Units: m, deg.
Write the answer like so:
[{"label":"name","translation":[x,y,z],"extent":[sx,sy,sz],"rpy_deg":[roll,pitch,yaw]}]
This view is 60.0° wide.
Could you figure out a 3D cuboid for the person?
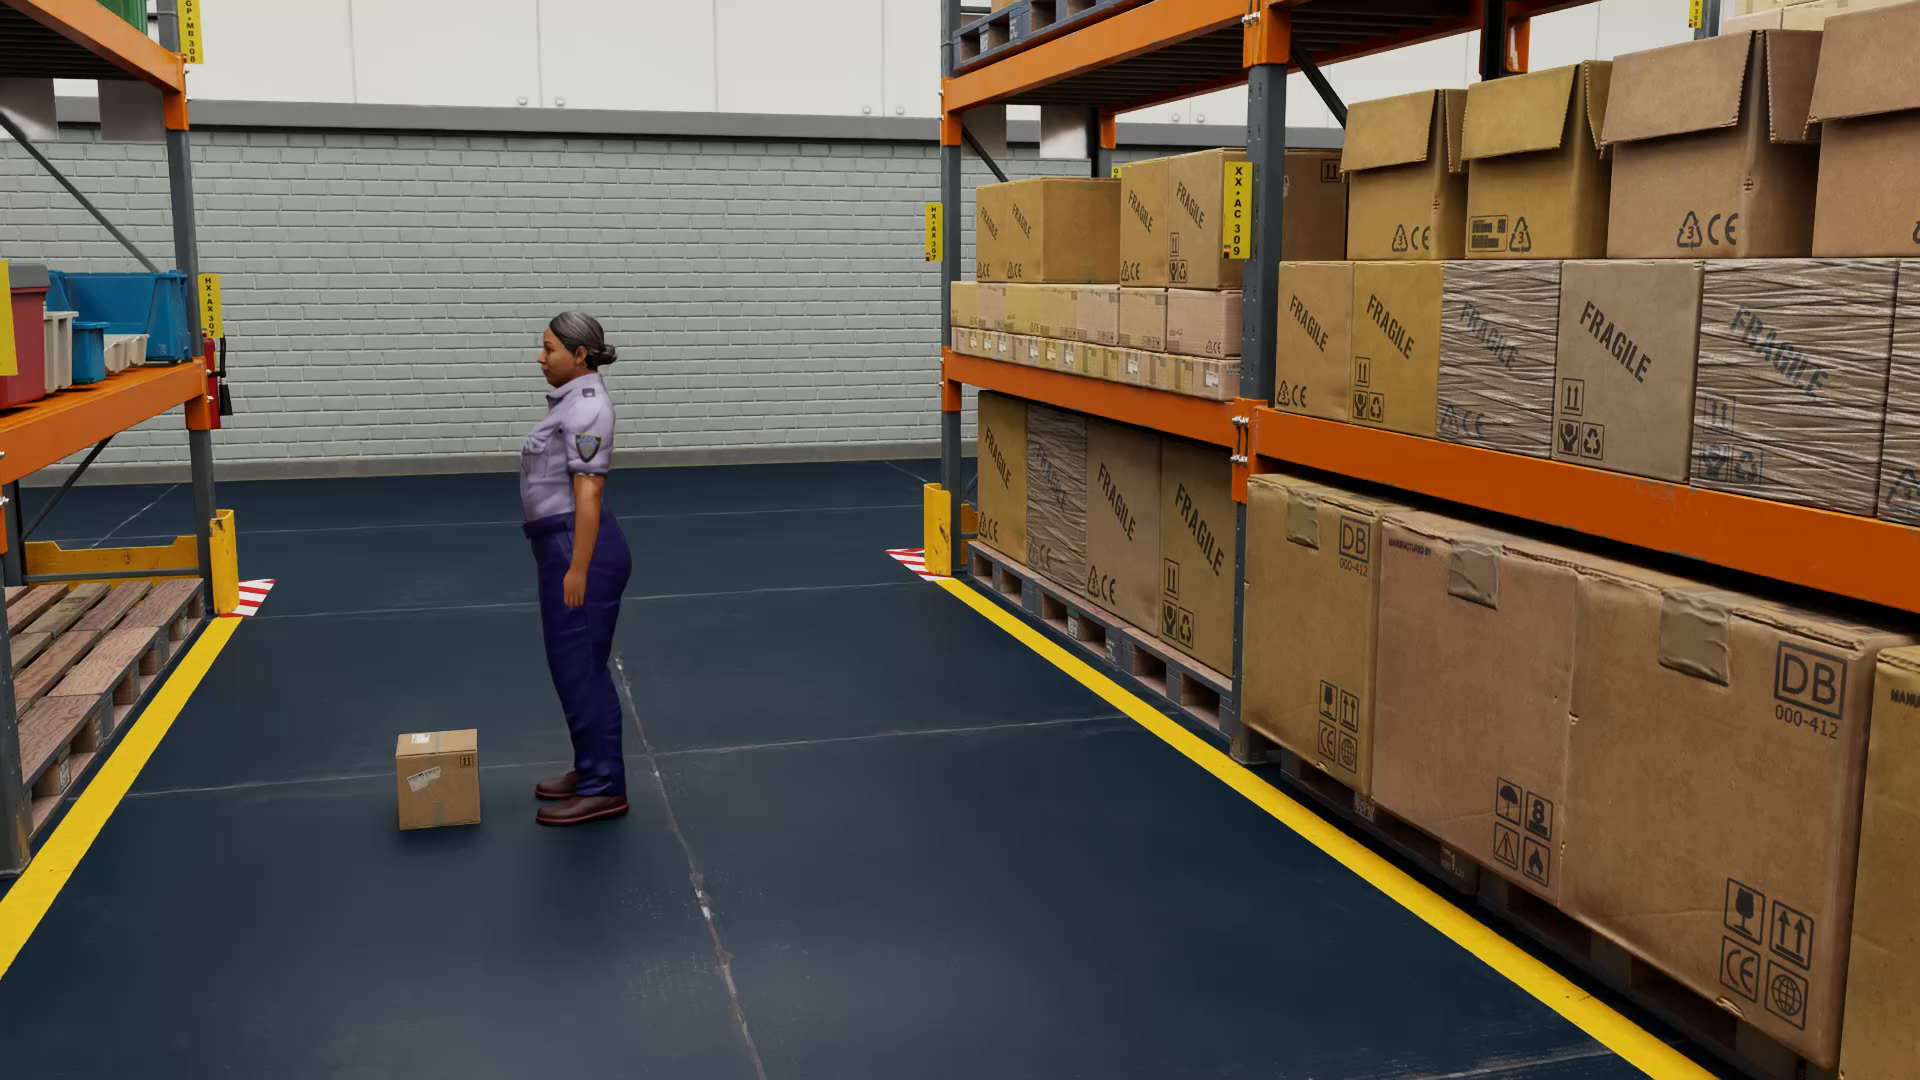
[{"label":"person","translation":[-1.256,0.079,5.457],"extent":[0.343,1.651,0.467],"rpy_deg":[-2,10,-14]}]
